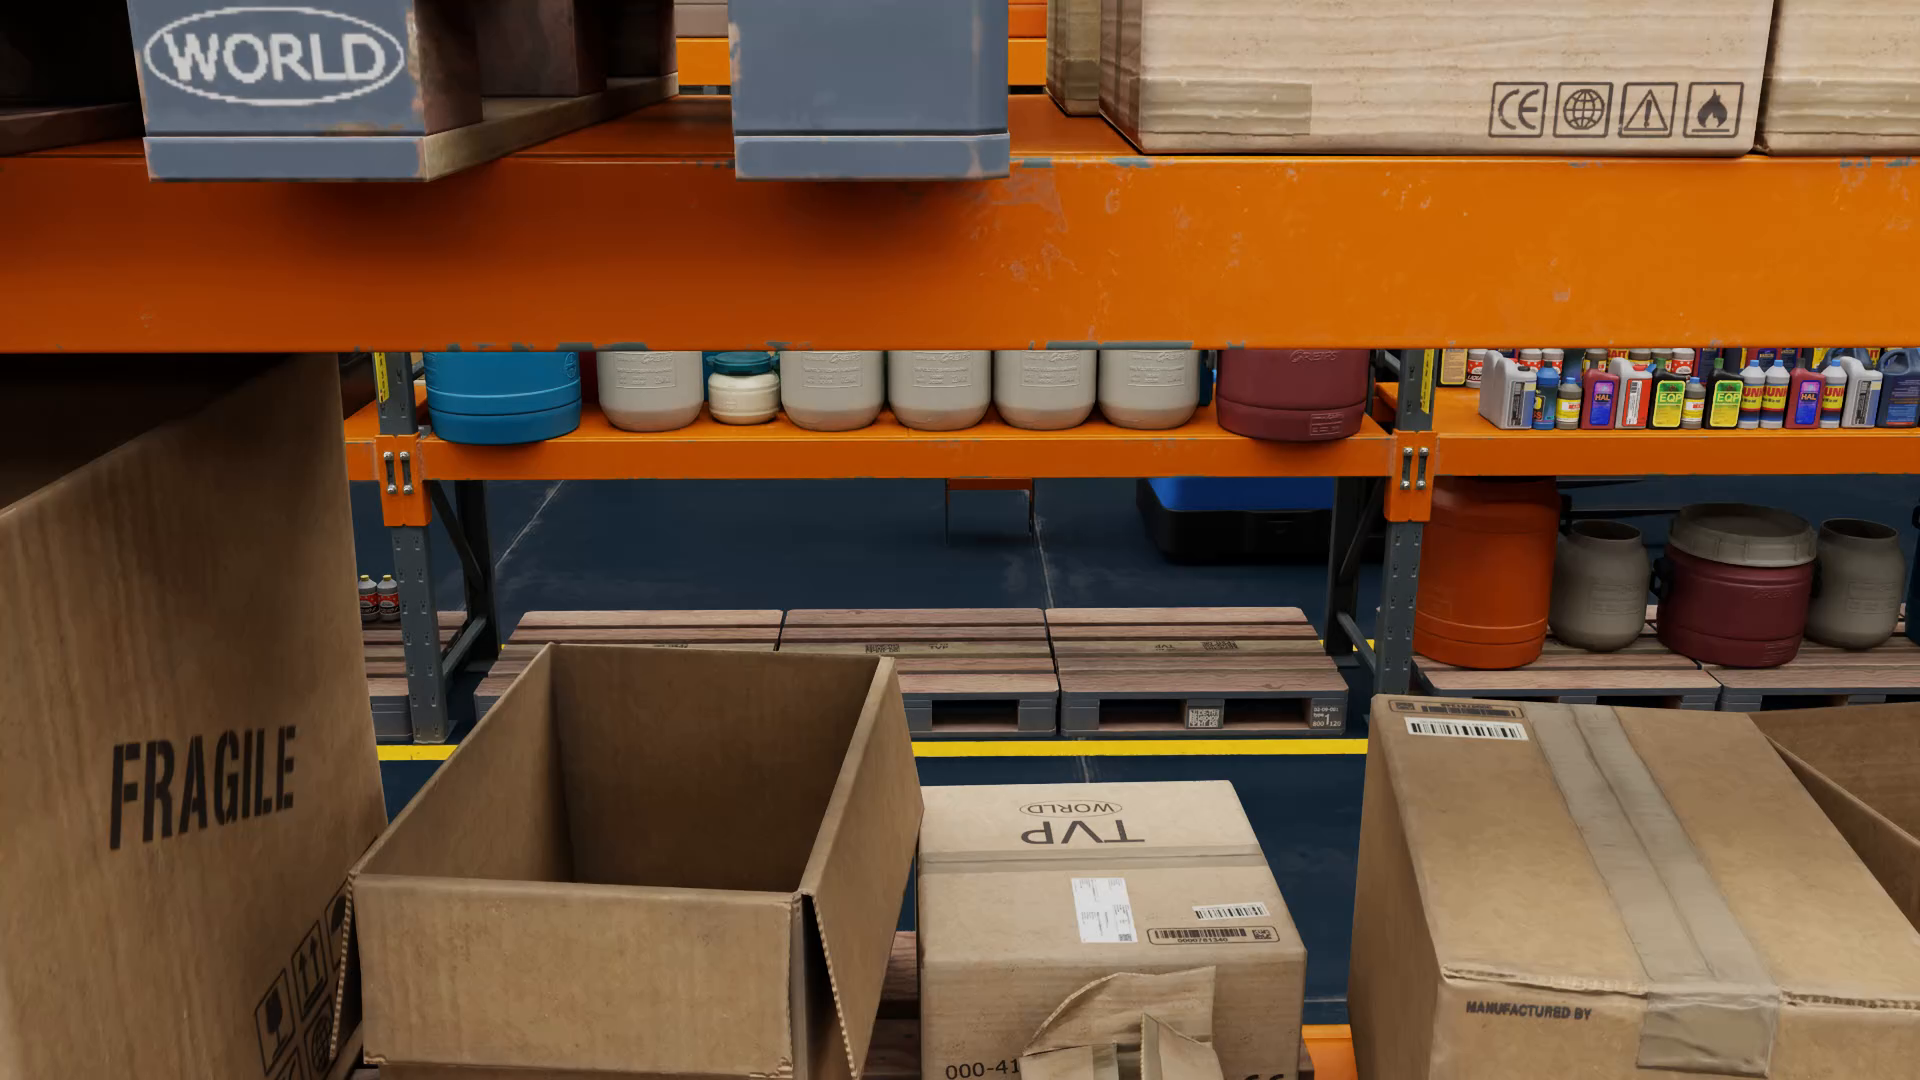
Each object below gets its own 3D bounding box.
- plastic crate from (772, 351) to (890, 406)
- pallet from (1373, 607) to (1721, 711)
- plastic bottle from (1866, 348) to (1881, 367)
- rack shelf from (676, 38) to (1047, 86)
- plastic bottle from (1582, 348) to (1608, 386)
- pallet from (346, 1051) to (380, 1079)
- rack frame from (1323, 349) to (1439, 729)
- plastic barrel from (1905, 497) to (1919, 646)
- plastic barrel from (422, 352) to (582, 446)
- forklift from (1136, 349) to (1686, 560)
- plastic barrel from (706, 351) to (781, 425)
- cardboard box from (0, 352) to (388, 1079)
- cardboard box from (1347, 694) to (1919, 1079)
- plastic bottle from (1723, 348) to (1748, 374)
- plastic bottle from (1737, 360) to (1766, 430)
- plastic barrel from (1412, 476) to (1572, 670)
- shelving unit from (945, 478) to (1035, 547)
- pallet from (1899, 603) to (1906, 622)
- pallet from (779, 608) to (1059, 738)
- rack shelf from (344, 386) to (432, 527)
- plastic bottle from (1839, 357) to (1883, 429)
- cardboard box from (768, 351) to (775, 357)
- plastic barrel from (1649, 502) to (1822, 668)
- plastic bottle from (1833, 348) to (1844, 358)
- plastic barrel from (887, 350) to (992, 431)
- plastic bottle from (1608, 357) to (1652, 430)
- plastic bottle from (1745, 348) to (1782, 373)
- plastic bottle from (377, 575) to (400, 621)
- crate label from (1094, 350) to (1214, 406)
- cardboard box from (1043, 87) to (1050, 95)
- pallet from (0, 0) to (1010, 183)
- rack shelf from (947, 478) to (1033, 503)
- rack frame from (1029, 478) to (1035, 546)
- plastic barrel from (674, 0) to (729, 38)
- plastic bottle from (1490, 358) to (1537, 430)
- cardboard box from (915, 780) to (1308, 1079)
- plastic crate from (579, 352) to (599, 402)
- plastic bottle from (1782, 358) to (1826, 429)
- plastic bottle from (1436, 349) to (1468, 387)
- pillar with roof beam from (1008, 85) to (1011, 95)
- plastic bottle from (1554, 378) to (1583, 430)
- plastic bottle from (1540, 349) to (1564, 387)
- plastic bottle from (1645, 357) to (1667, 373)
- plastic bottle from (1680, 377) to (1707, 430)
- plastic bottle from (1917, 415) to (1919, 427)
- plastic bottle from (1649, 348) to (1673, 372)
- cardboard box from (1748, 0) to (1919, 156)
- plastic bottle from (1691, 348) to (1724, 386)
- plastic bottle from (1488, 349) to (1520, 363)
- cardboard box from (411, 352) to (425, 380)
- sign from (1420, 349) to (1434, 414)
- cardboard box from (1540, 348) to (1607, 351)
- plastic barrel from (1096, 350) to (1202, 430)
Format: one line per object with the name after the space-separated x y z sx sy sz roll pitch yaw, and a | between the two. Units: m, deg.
-0.473 -0.723 7.237 0.662 0.188 0.450 0 18 -1 | plastic crate
2.578 0.563 7.447 1.213 0.211 1.003 0 18 -1 | pallet
4.047 -0.823 7.412 0.097 0.271 0.097 0 18 0 | plastic bottle
-0.210 -1.824 6.591 4.000 0.370 1.077 0 18 -1 | rack shelf
2.826 -0.783 7.404 0.097 0.201 0.097 0 18 0 | plastic bottle
-1.365 0.916 2.096 1.213 0.211 1.003 0 18 -1 | pallet
1.790 -0.748 6.969 0.127 3.000 1.000 0 18 -1 | rack frame
4.537 0.032 7.283 0.708 0.901 0.600 0 18 -1 | plastic barrel
-1.818 -0.877 6.550 0.708 0.901 0.600 0 18 -1 | plastic barrel
2.590 -1.435 9.224 3.031 2.935 1.130 -1 18 -3 | forklift
-0.884 -0.623 6.804 0.301 0.262 0.301 0 18 0 | plastic barrel
-1.335 0.337 1.917 1.000 1.000 1.000 0 18 0 | cardboard box
0.772 0.565 2.025 0.500 0.500 0.700 2 18 7 | cardboard box
3.490 -0.851 7.369 0.185 0.351 0.144 0 18 -1 | plastic bottle
3.171 -0.587 6.676 0.097 0.271 0.097 0 18 0 | plastic bottle
2.279 0.078 7.260 0.708 0.830 0.600 0 18 -1 | plastic barrel
0.166 -0.572 9.367 0.503 1.200 0.258 0 18 -1 | shelving unit
5.017 0.551 7.484 1.213 0.211 1.003 0 18 -1 | pallet
-0.202 0.576 7.405 1.213 0.211 1.003 0 18 -1 | pallet
-4.209 -0.377 6.989 4.000 0.370 1.077 0 18 -1 | rack shelf
3.615 -0.599 6.708 0.135 0.276 0.152 0 18 -1 | plastic bottle
-1.366 -1.326 11.667 0.500 0.311 0.500 0 18 -2 | cardboard box
3.408 0.187 7.314 0.708 0.588 0.600 0 18 -1 | plastic barrel
3.854 -0.778 7.272 0.097 0.271 0.097 0 18 0 | plastic bottle
-0.083 -0.737 6.712 0.433 0.535 0.433 0 18 0 | plastic barrel
2.691 -0.595 6.694 0.135 0.276 0.152 0 18 -1 | plastic bottle
3.518 -0.787 7.282 0.133 0.283 0.061 0 18 -1 | plastic bottle
-2.636 0.262 7.681 0.097 0.201 0.097 0 18 0 | plastic bottle
0.792 -0.843 7.207 0.616 0.435 0.502 0 18 -1 | crate label
0.968 -4.323 16.168 0.250 0.149 0.380 -3 18 -10 | cardboard box
-0.475 -0.532 1.691 1.003 0.211 1.213 0 18 -1 | pallet
0.166 -0.319 9.448 0.480 0.148 0.258 0 18 -1 | rack shelf
0.409 -0.573 9.370 0.015 1.200 0.240 0 18 -1 | rack frame
-1.050 -2.468 6.599 0.600 0.901 0.600 0 18 0 | plastic barrel
2.228 -0.593 6.687 0.135 0.276 0.152 0 18 -1 | plastic bottle
0.189 0.574 2.406 0.500 0.250 0.500 -1 18 -2 | cardboard box
-1.730 -0.855 7.198 0.583 0.464 0.402 0 18 -1 | plastic crate
3.384 -0.588 6.660 0.133 0.283 0.061 0 18 -1 | plastic bottle
2.188 -0.825 7.400 0.133 0.283 0.061 0 18 -1 | plastic bottle
0.388 -5.574 12.191 0.400 9.000 9.100 0 18 -1 | pillar with roof beam
2.442 -0.550 6.676 0.097 0.201 0.097 0 18 0 | plastic bottle
2.632 -0.782 7.401 0.097 0.201 0.097 0 18 0 | plastic bottle
2.806 -0.603 6.728 0.097 0.271 0.097 0 18 0 | plastic bottle
2.940 -0.552 6.683 0.097 0.201 0.097 0 18 0 | plastic bottle
3.934 -0.590 6.668 0.133 0.283 0.061 0 18 -1 | plastic bottle
3.118 -0.785 7.409 0.097 0.201 0.097 0 18 0 | plastic bottle
0.901 -0.509 1.558 0.500 0.250 0.500 0 18 -1 | cardboard box
3.331 -0.830 7.417 0.133 0.283 0.061 0 18 -1 | plastic bottle
2.419 -0.826 7.403 0.133 0.283 0.061 0 18 -1 | plastic bottle
-3.744 -1.418 11.644 0.500 0.500 0.500 0 18 -1 | cardboard box
1.806 -0.658 6.421 0.005 0.325 0.100 0 18 -1 | sign
4.230 -1.208 11.773 0.500 0.500 0.500 0 18 0 | cardboard box
0.765 -0.731 6.734 0.421 0.512 0.421 0 18 0 | plastic barrel
